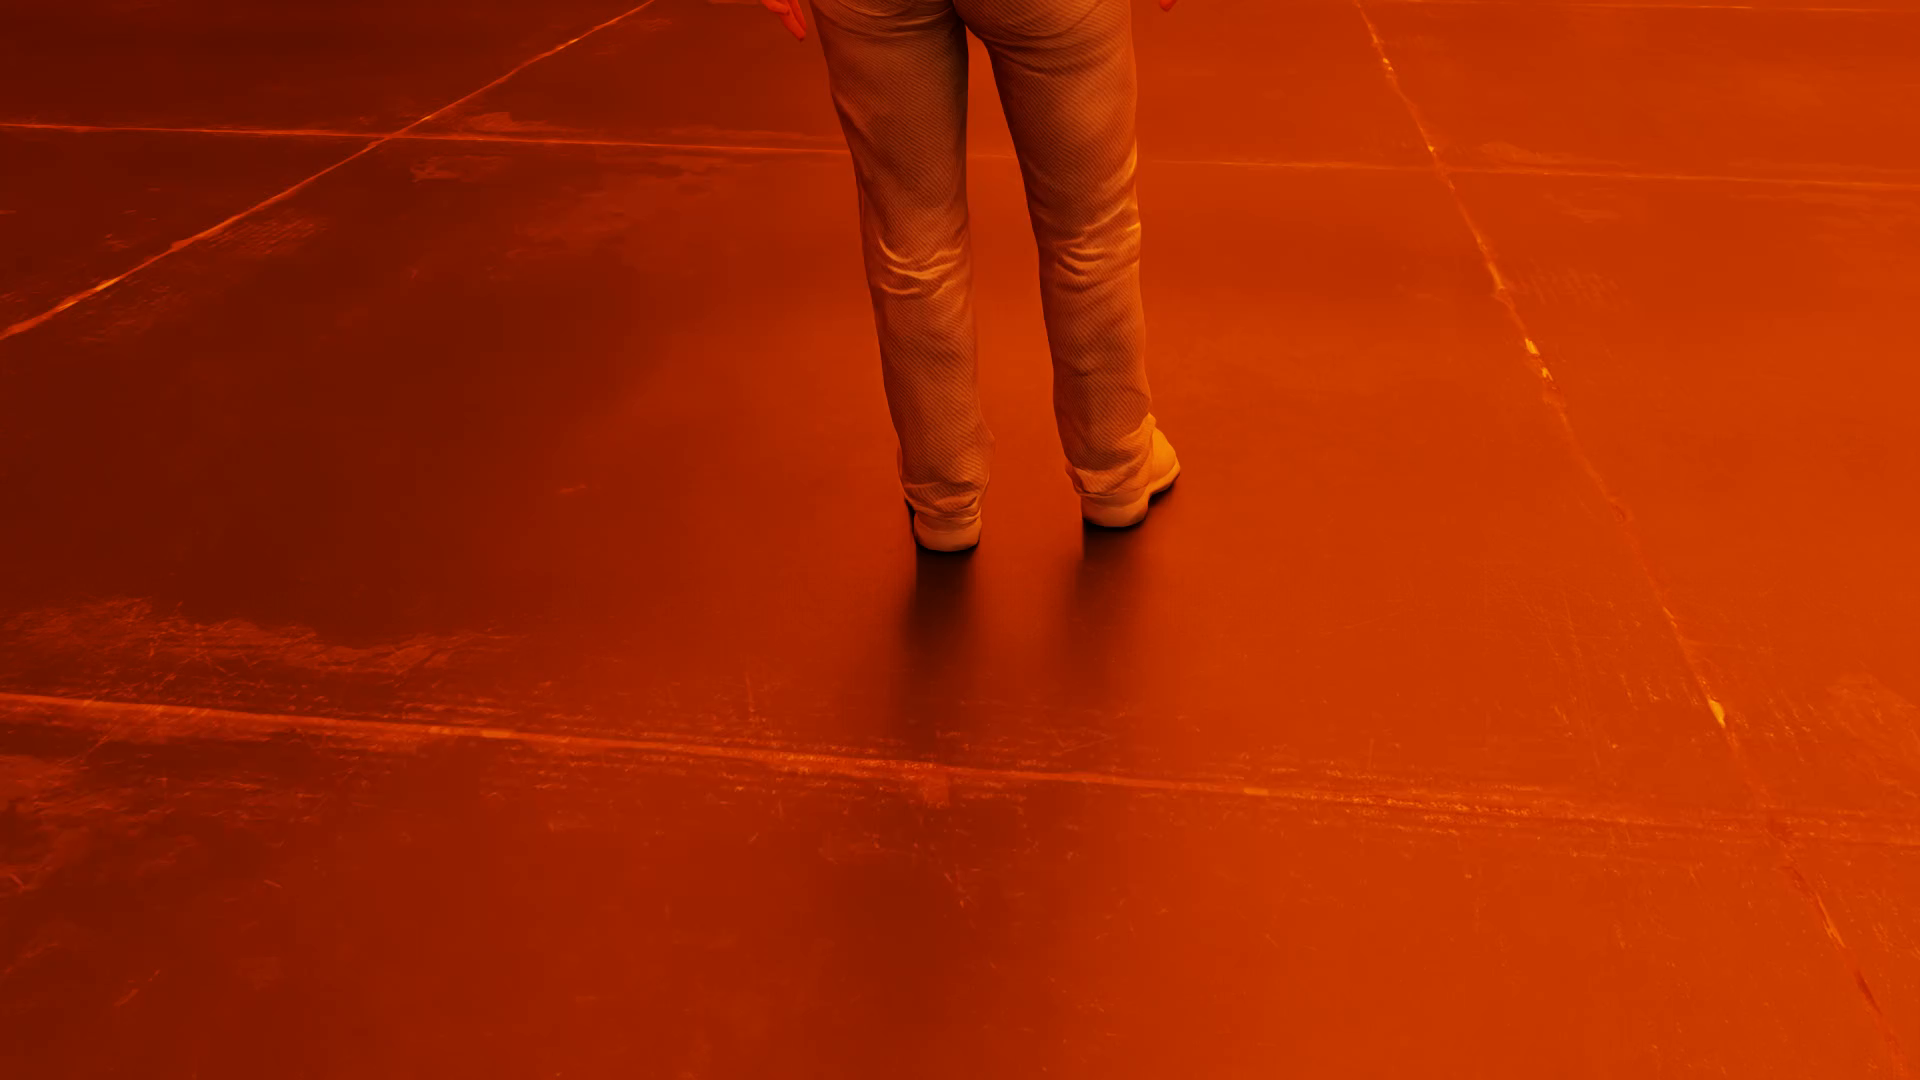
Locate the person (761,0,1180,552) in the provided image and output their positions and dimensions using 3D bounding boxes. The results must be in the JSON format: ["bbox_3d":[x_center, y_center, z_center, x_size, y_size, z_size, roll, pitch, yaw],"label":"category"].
[{"bbox_3d":[0.017,-0.827,2.154,0.632,1.773,0.568,3,27,7],"label":"person"}]
